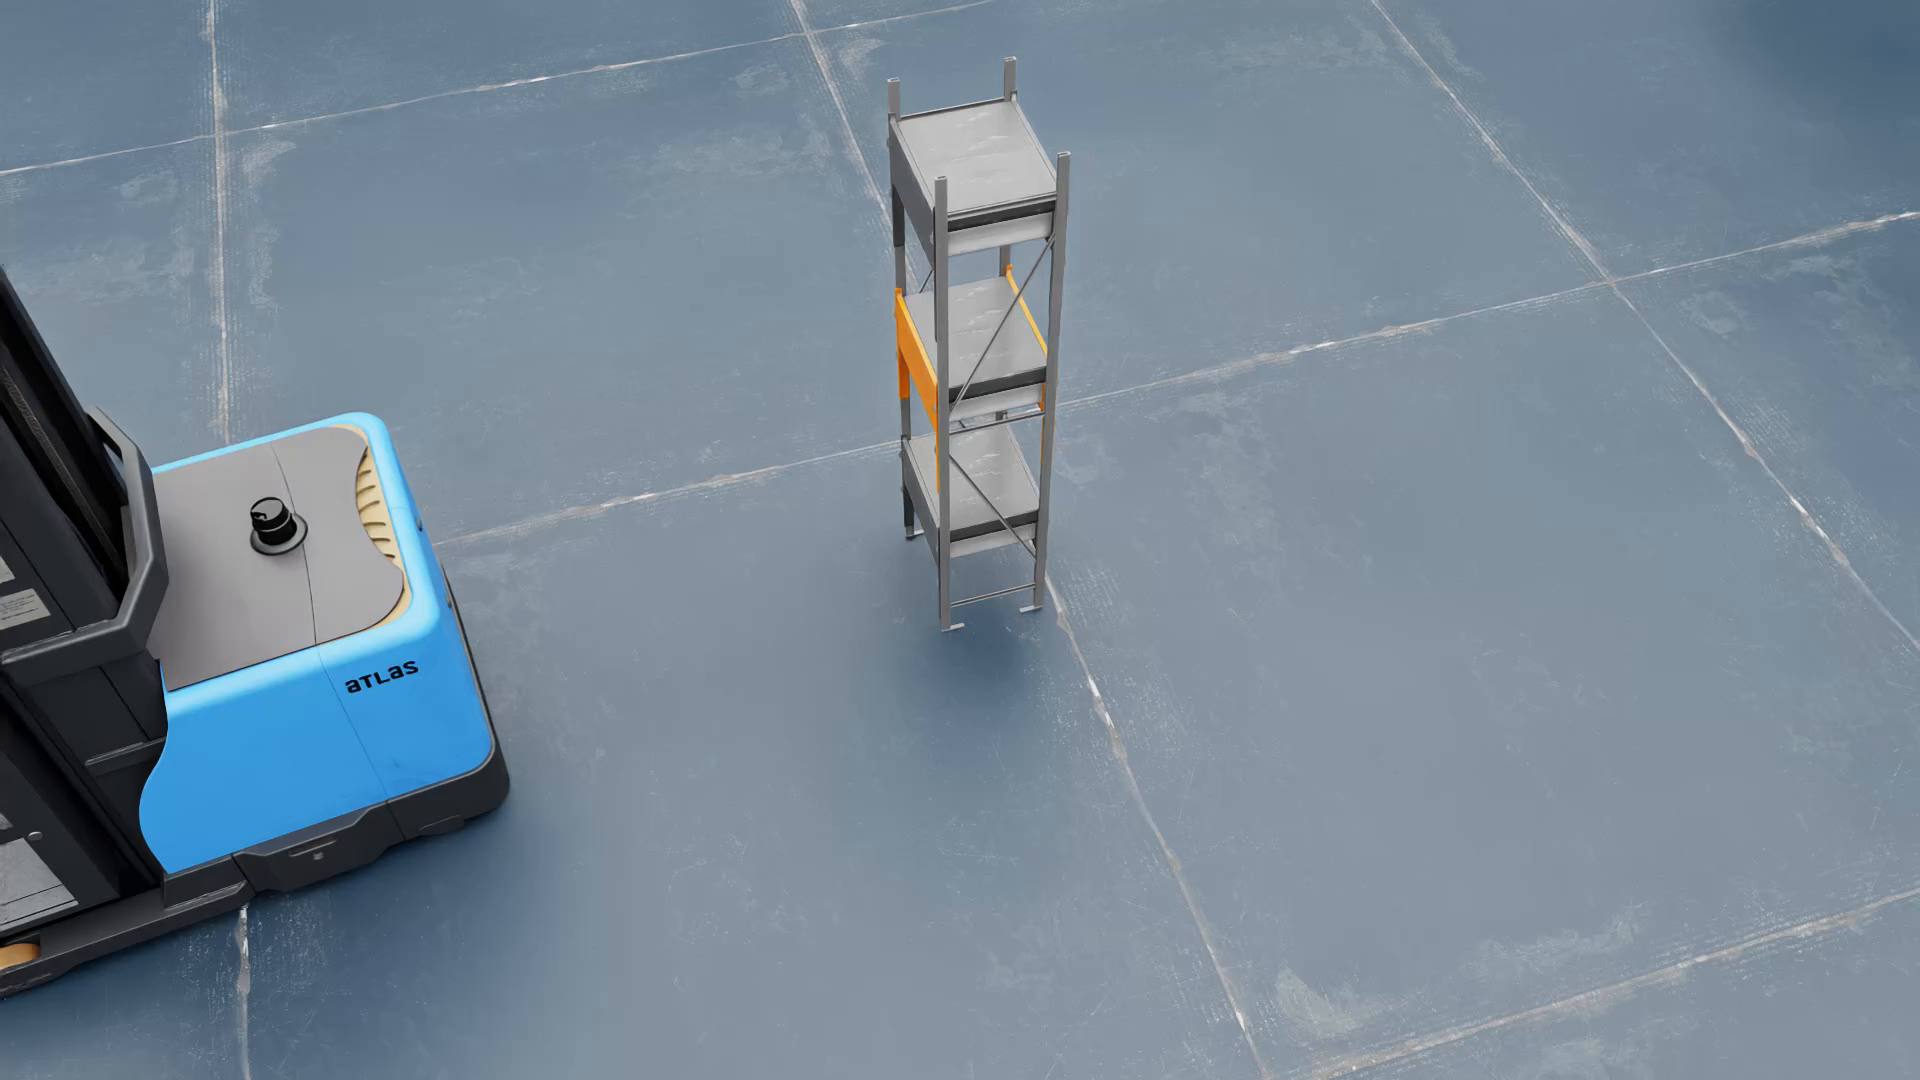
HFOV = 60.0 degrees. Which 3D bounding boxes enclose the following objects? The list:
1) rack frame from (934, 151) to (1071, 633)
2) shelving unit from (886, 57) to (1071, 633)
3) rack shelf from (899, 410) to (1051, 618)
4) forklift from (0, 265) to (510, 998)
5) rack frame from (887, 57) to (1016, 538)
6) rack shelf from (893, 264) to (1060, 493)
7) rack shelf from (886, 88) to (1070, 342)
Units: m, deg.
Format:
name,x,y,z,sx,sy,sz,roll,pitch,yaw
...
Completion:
name,x,y,z,sx,sy,sz,roll,pitch,yaw
rack frame,0.121,-0.378,5.485,0.400,2.100,0.015,-13,51,-11
shelving unit,0.049,-0.556,5.635,0.431,2.100,0.503,-13,51,-11
rack shelf,0.049,-0.096,6.181,0.431,0.518,0.480,-13,51,-11
forklift,-3.115,0.091,4.546,3.031,2.935,1.130,-18,52,-15
rack frame,-0.023,-0.734,5.785,0.400,2.100,0.015,-13,51,-11
rack shelf,0.049,-0.547,5.645,0.431,0.518,0.480,-13,51,-11
rack shelf,0.049,-0.998,5.110,0.431,0.518,0.480,-13,51,-11
